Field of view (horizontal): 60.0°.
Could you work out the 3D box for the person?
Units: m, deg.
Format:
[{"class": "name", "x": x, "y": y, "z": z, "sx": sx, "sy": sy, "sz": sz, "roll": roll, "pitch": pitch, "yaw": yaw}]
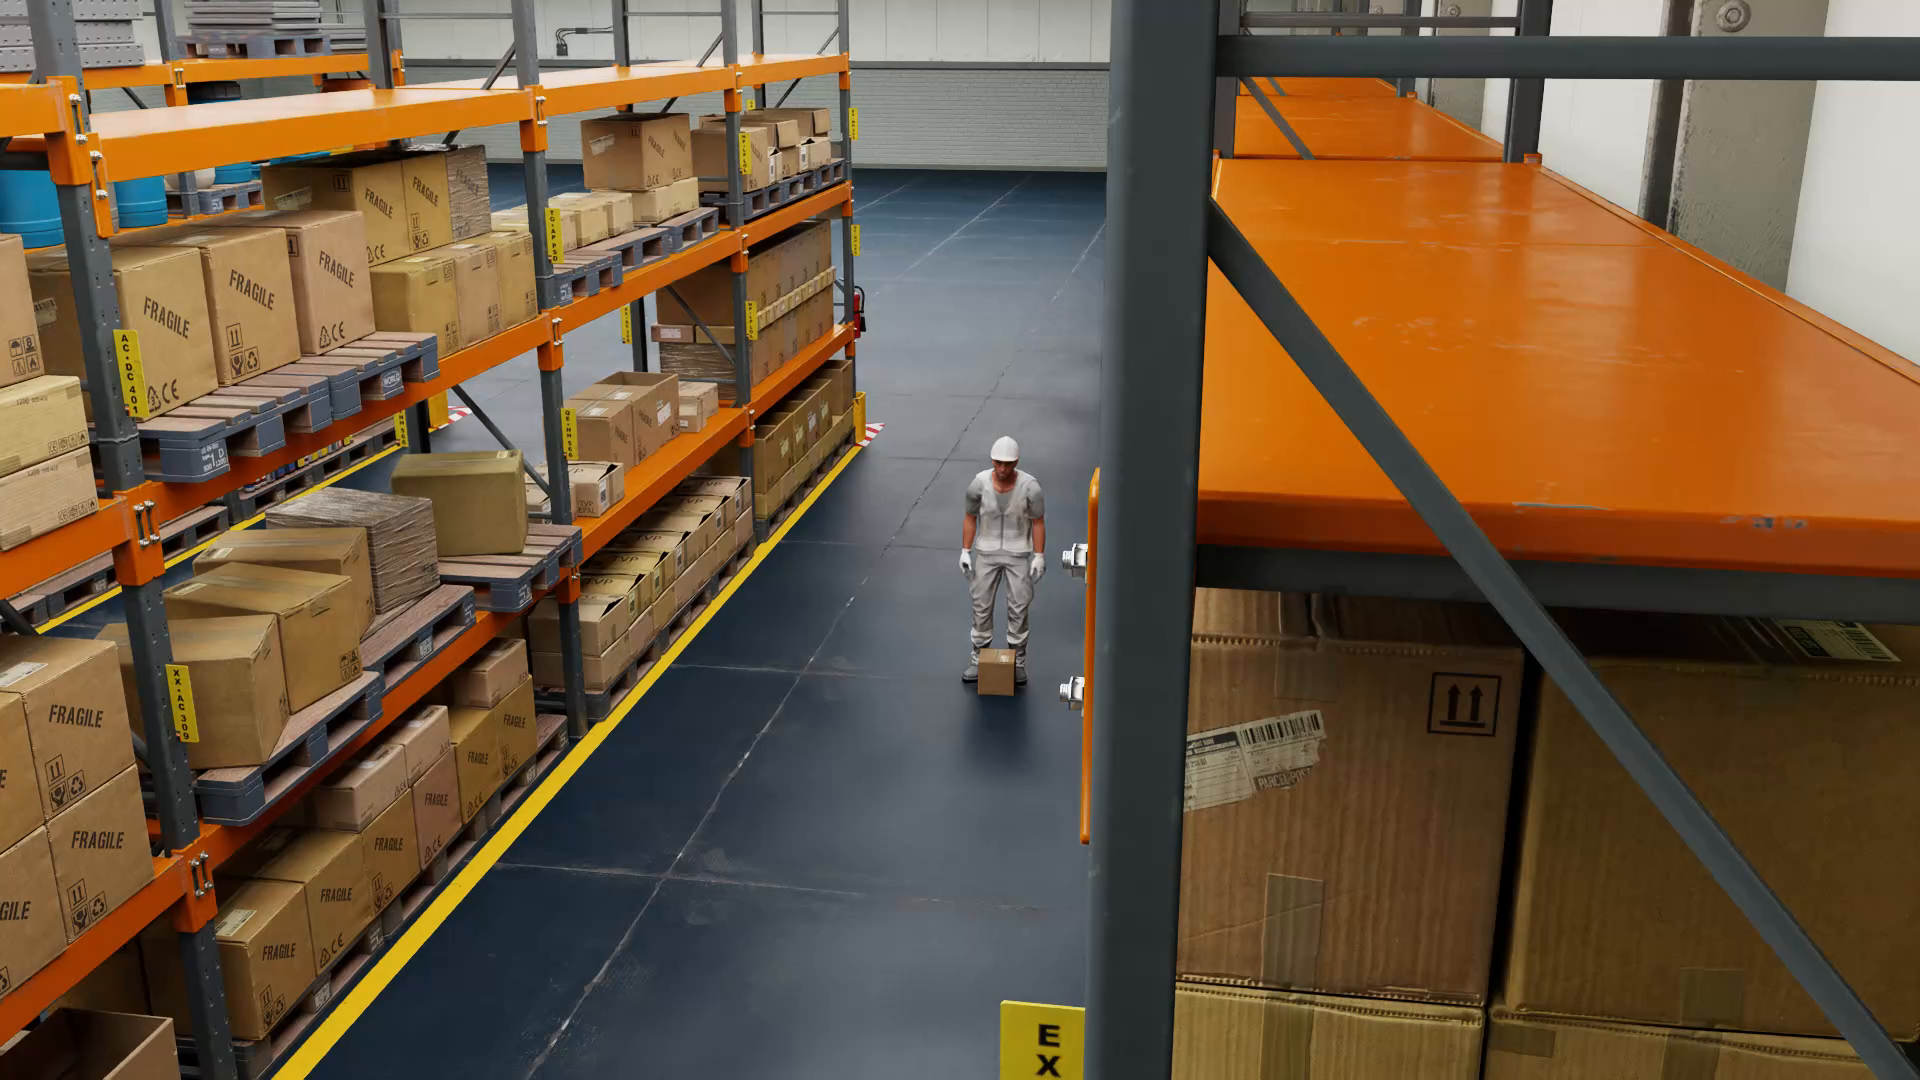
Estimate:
[{"class": "person", "x": 0.297, "y": 0.130, "z": 11.620, "sx": 0.608, "sy": 1.779, "sz": 0.453, "roll": 3, "pitch": 18, "yaw": 8}]
